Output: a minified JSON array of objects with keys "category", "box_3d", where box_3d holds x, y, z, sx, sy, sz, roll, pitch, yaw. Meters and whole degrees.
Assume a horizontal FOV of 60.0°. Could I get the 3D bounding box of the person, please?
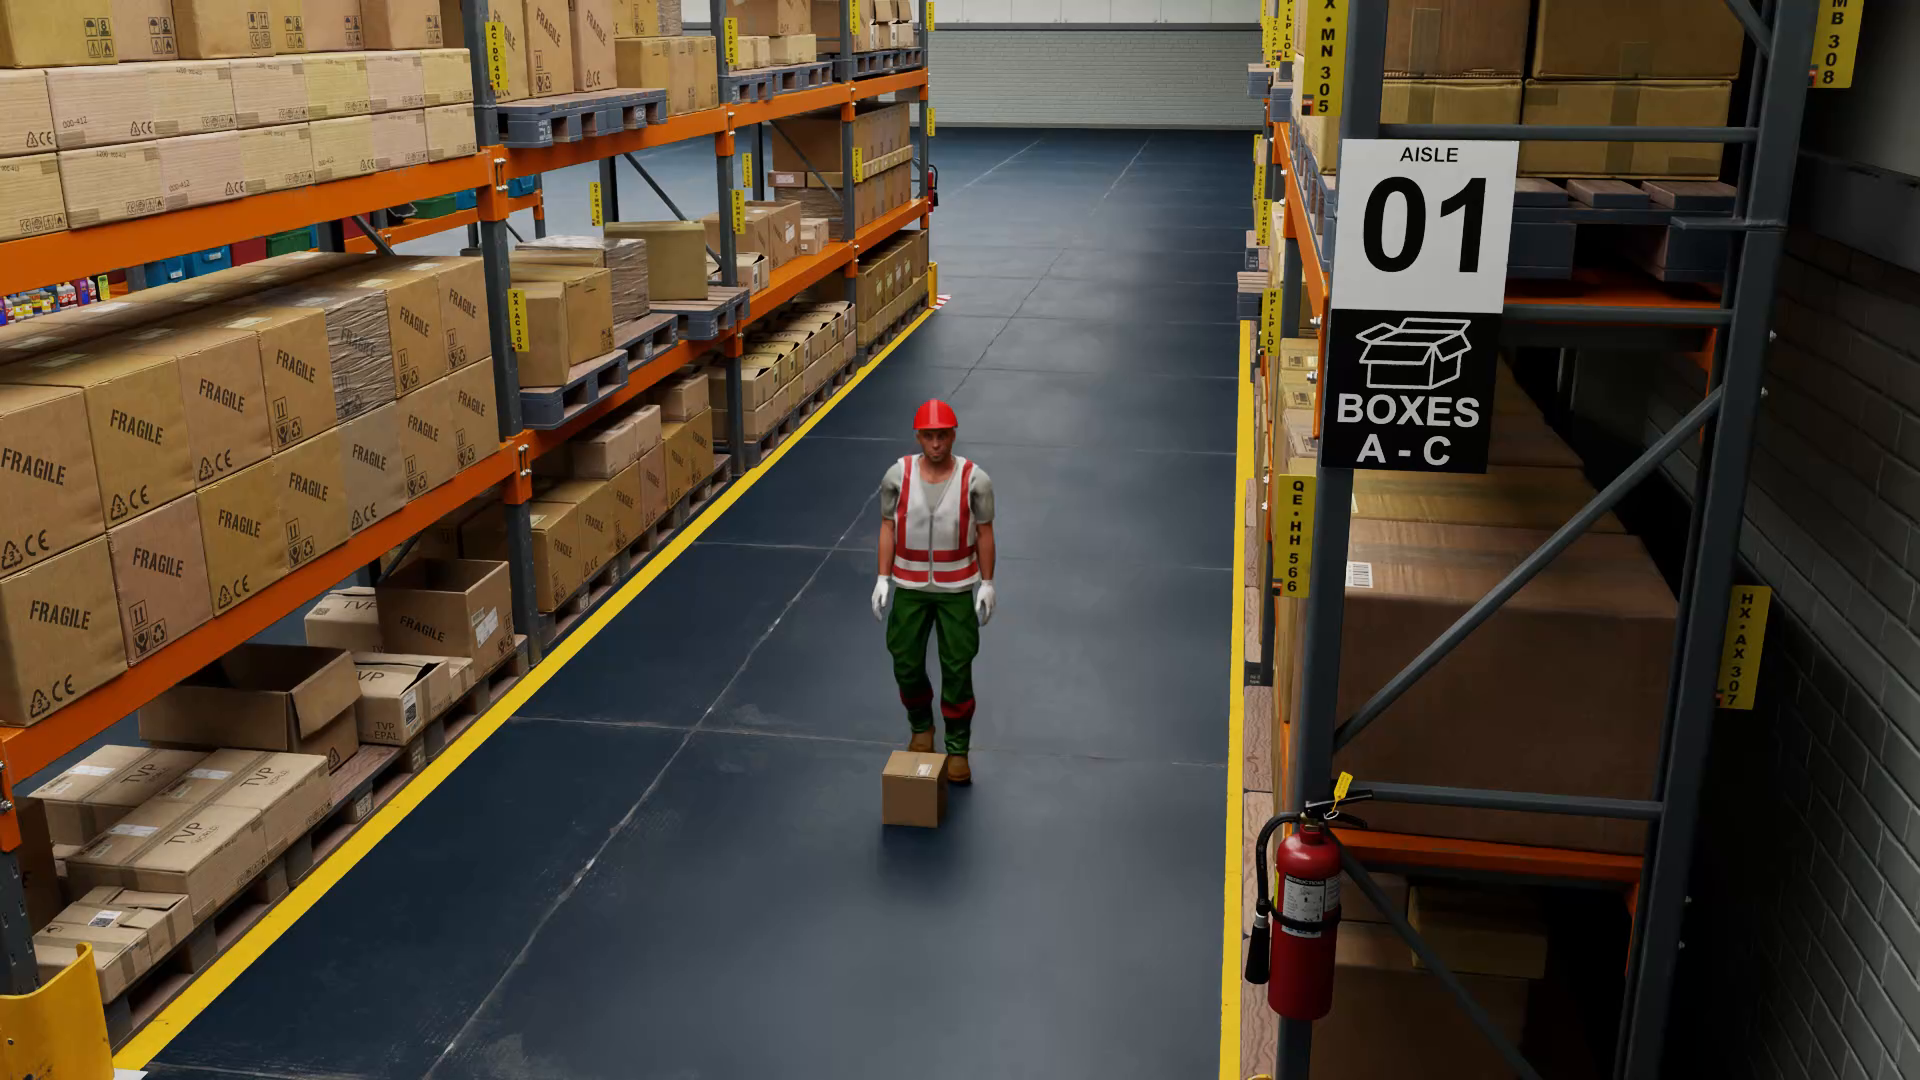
[{"category":"person","box_3d":[-0.120,0.226,7.751,0.579,1.791,0.468,1,18,5]}]
